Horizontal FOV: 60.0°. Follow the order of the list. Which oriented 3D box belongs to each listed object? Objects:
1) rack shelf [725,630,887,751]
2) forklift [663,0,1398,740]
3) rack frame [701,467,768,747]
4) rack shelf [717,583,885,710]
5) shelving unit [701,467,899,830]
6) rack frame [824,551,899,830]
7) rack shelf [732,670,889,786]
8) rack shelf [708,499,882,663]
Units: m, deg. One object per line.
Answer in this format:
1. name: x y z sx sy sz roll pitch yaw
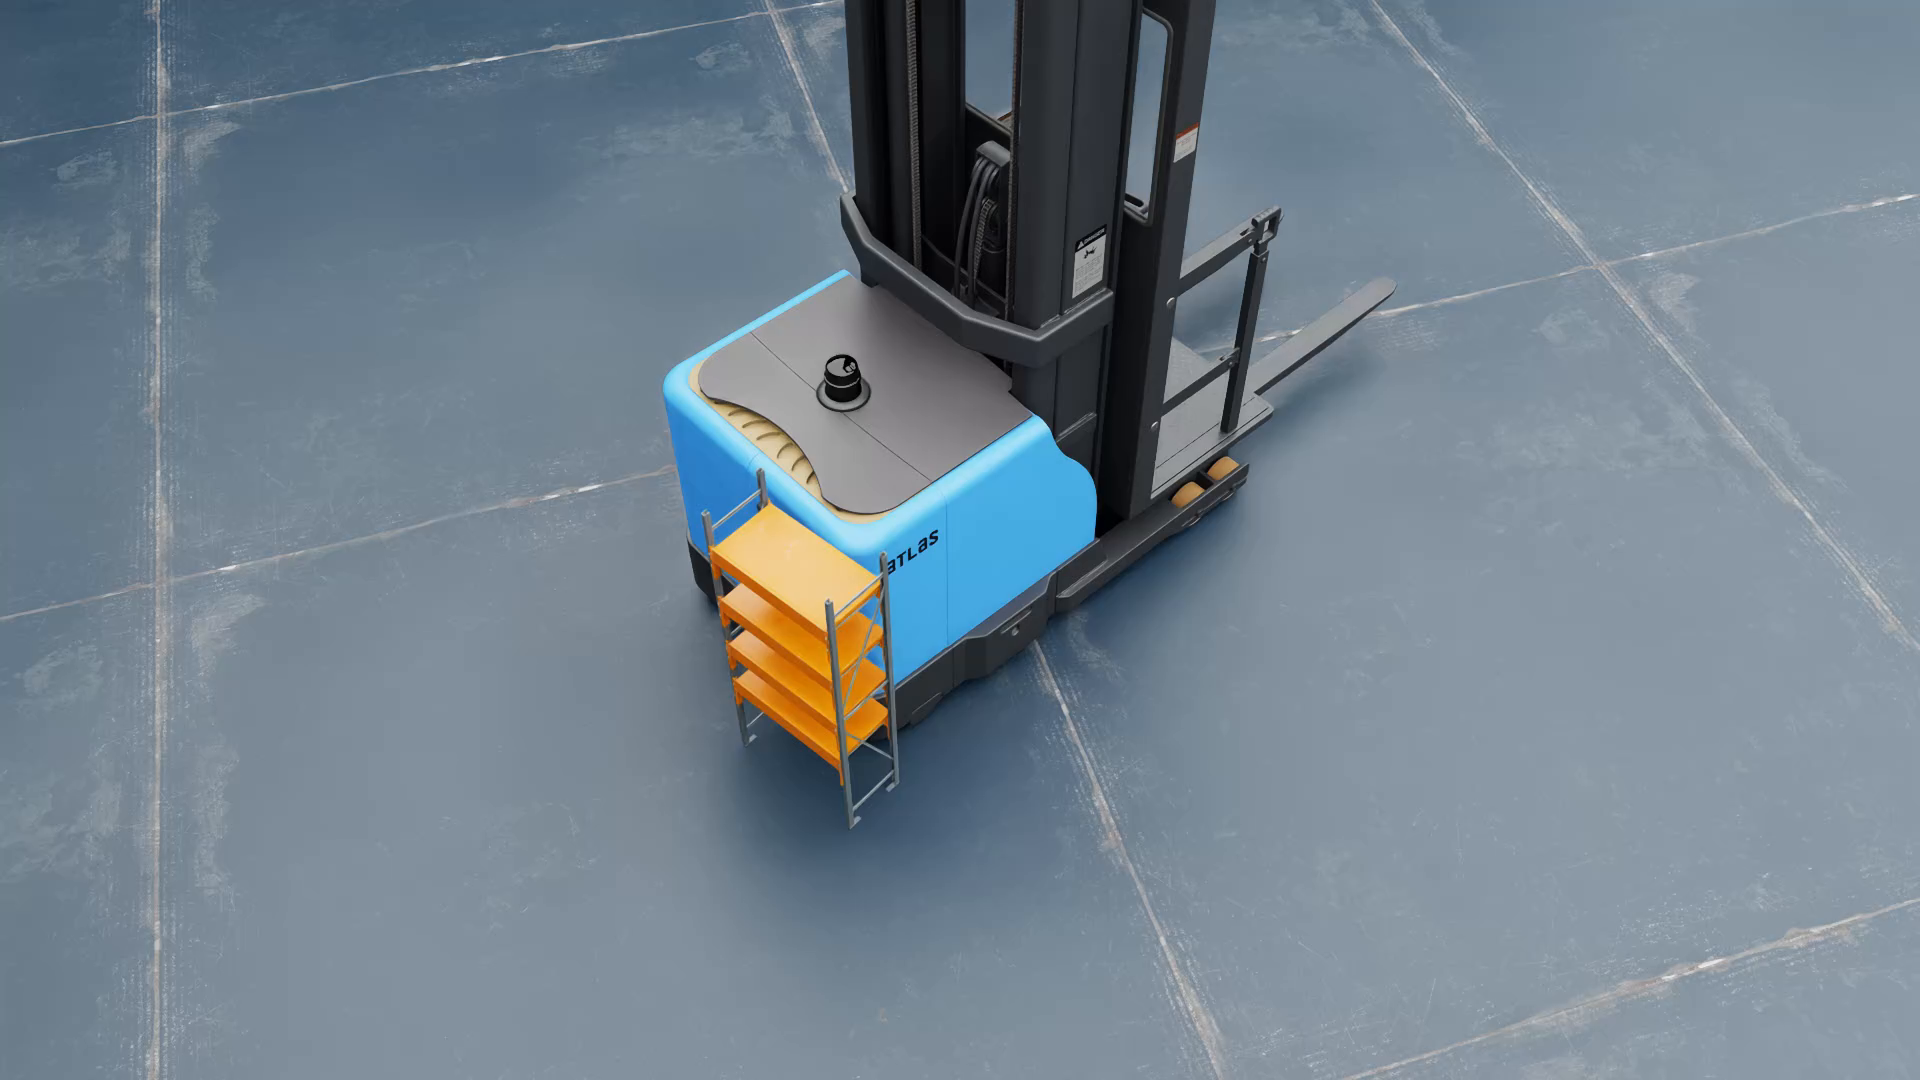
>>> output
1. rack shelf: -0.471 0.411 5.207 0.480 0.148 0.258 34 58 25
2. forklift: 0.462 -1.266 5.401 3.031 2.935 1.130 -35 58 -26
3. rack frame: -0.655 0.245 5.258 0.015 1.200 0.240 34 58 25
4. rack shelf: -0.471 0.267 5.036 0.480 0.148 0.258 34 58 25
5. shelving unit: -0.471 0.368 5.155 0.503 1.200 0.258 34 58 25
6. rack frame: -0.287 0.490 5.052 0.015 1.200 0.240 34 58 25
7. rack shelf: -0.471 0.539 5.358 0.480 0.148 0.258 34 58 25
8. rack shelf: -0.471 0.115 4.855 0.480 0.148 0.258 34 58 25
